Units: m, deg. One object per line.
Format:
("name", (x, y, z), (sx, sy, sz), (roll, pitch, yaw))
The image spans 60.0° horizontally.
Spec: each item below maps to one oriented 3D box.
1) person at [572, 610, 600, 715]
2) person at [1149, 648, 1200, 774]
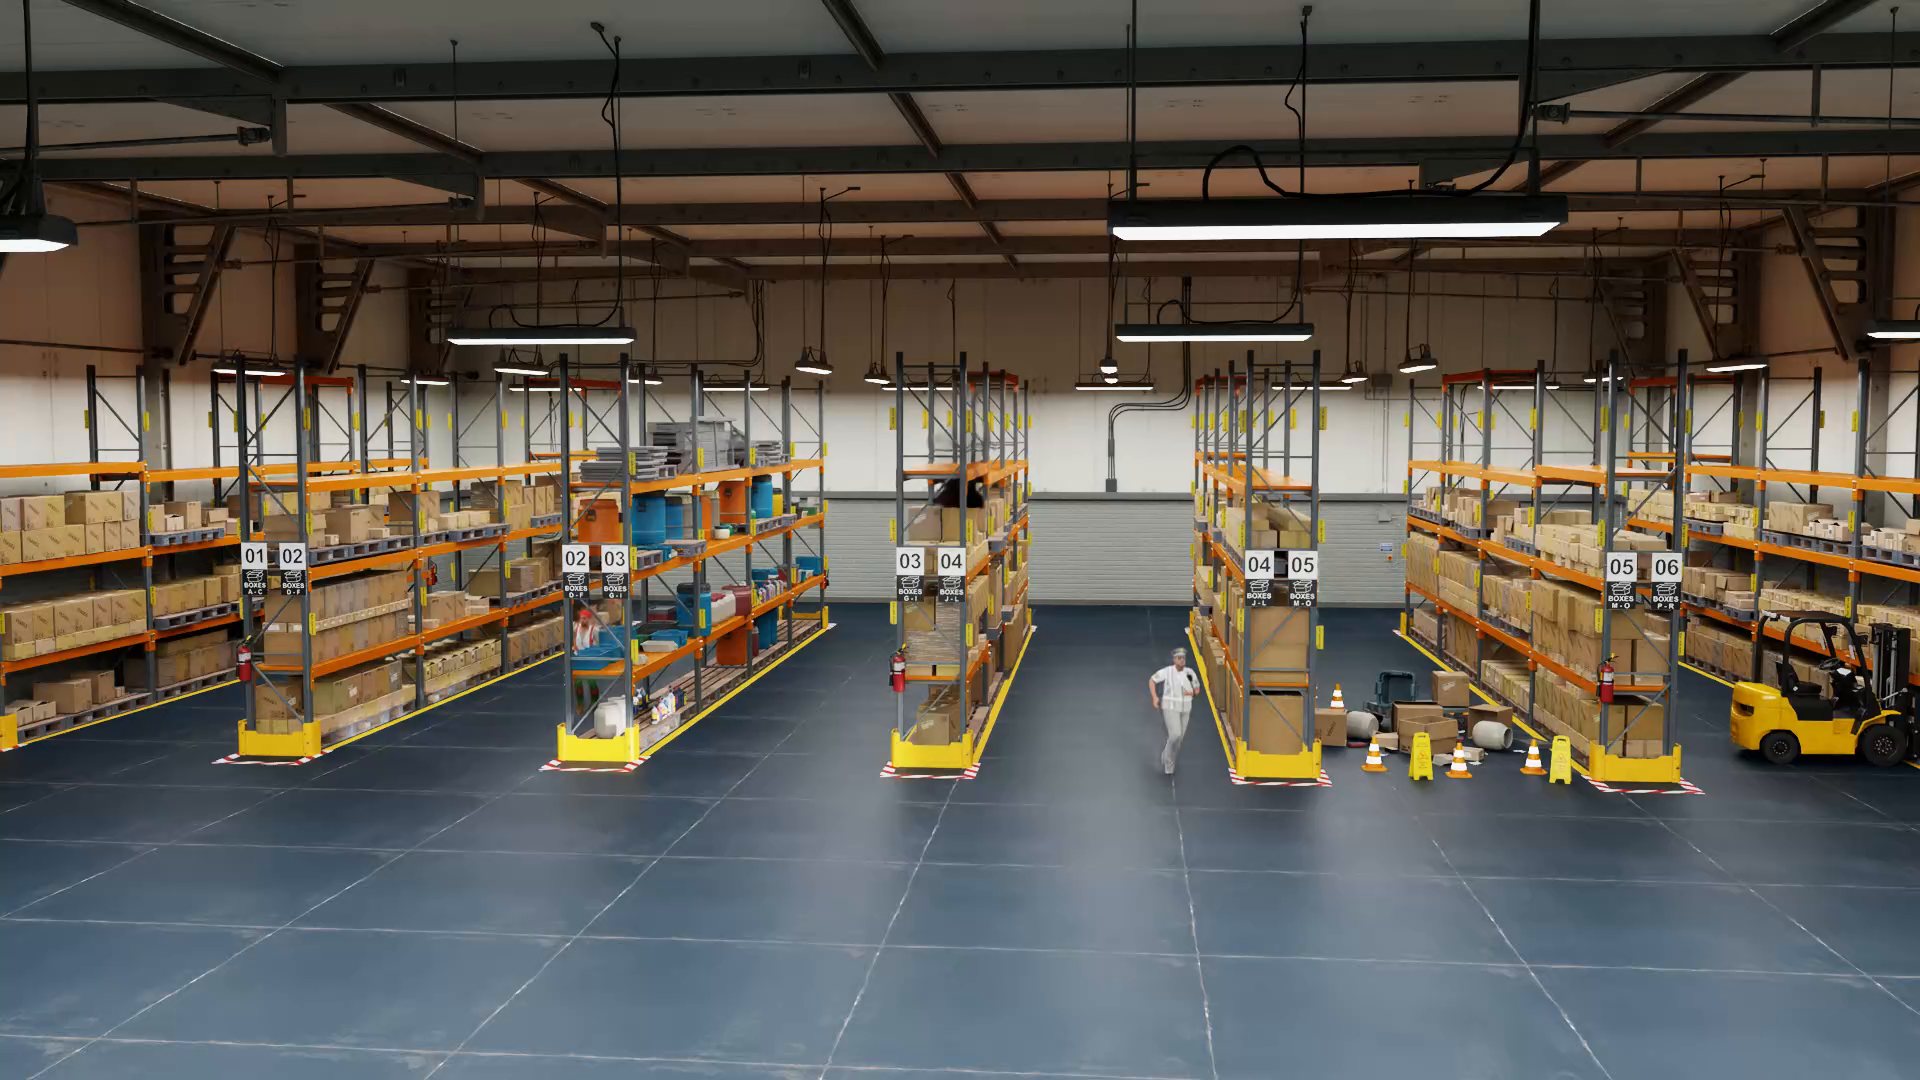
("person", (-6.427, 2.094, 28.622), (0.570, 1.808, 0.862), (0, 4, 0))
("person", (3.112, 2.456, 23.831), (0.665, 1.834, 0.646), (-2, 4, -23))
